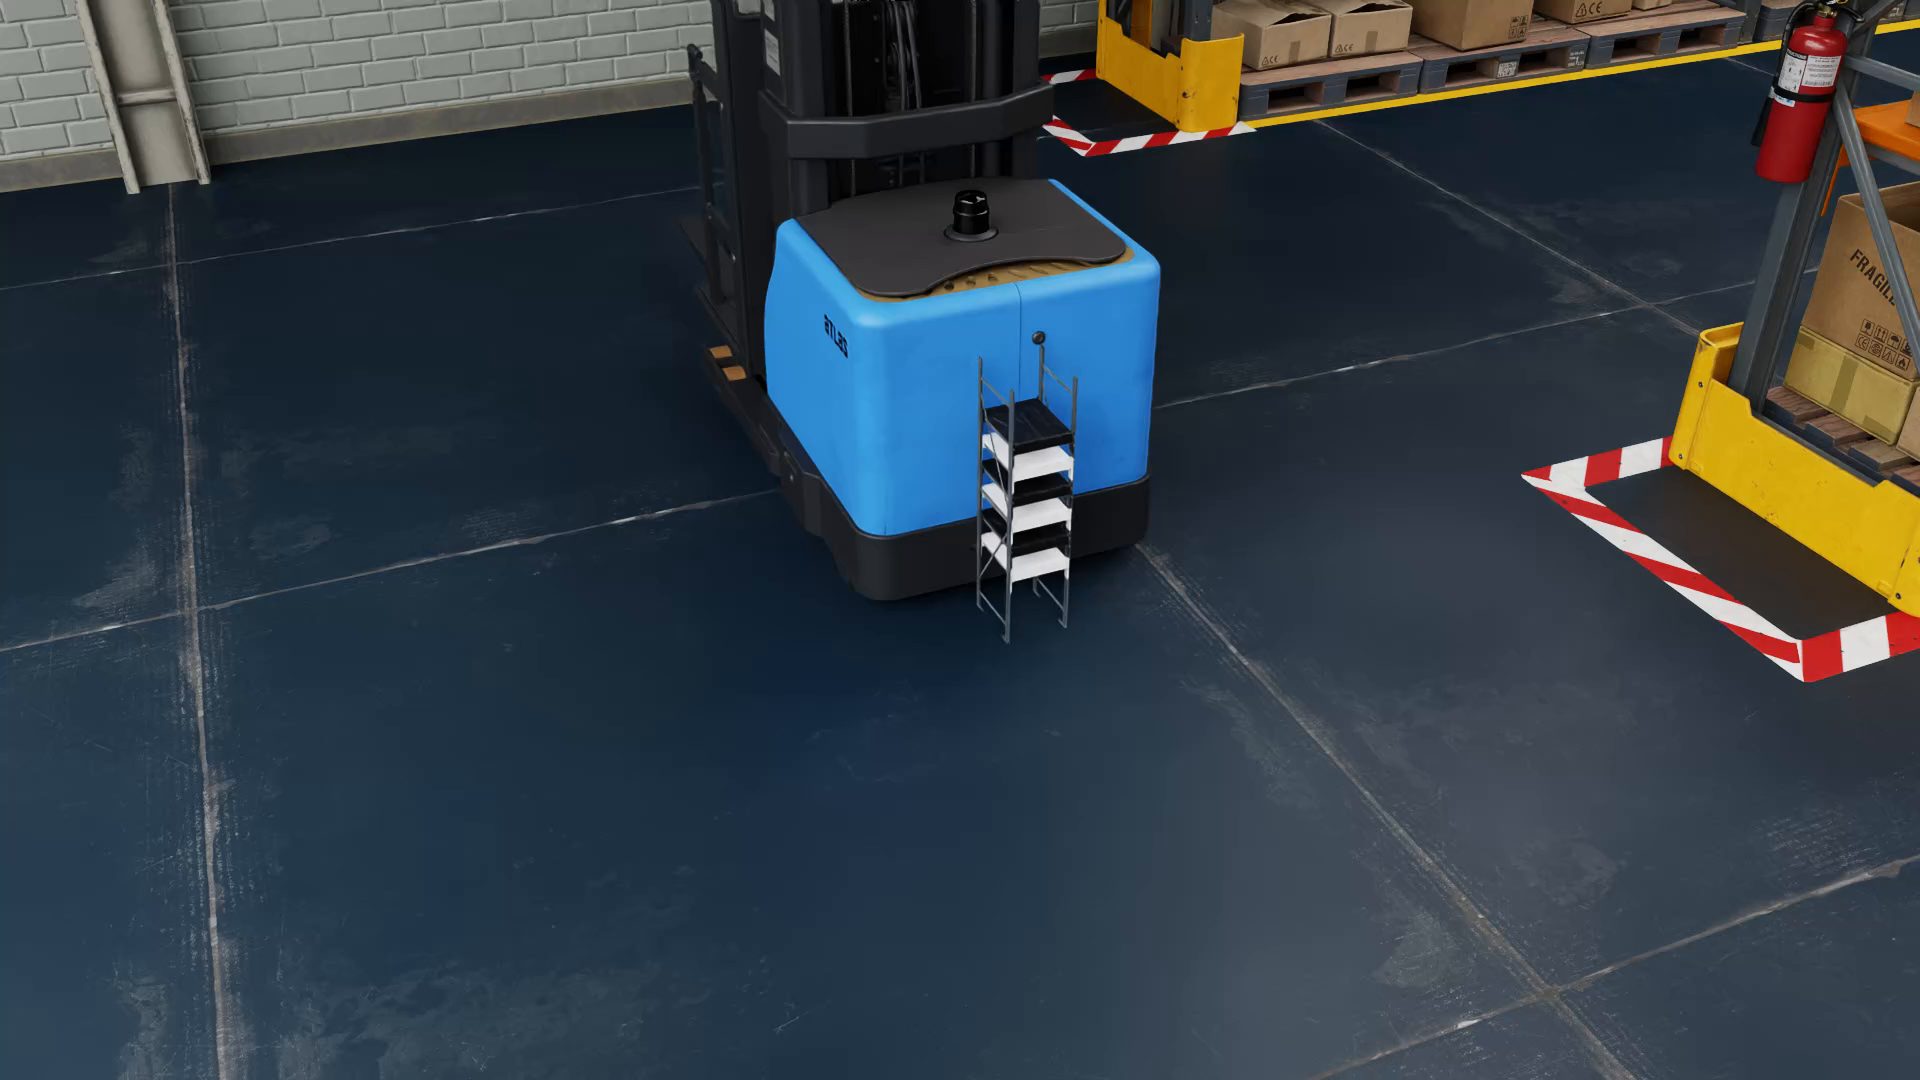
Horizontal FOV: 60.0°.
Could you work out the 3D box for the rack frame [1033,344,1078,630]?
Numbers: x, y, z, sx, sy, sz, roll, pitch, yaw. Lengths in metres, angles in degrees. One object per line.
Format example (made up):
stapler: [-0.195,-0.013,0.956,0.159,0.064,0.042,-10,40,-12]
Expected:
rack frame: [0.291,-0.152,5.158,0.006,0.900,0.240,-14,35,-20]

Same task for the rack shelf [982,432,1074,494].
rack shelf: [0.198,-0.252,5.044,0.200,0.077,0.258,-14,35,-20]

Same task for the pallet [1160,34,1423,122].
pallet: [1.949,-2.819,9.890,1.213,0.211,1.003,-13,35,-19]

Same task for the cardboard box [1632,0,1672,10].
cardboard box: [4.323,-3.532,10.622,0.250,0.166,0.380,-18,37,-25]

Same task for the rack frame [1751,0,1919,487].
rack frame: [3.036,-1.330,5.043,0.053,2.616,0.949,-13,35,-19]

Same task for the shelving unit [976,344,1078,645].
shelving unit: [0.198,-0.129,5.124,0.210,0.900,0.258,-14,35,-20]

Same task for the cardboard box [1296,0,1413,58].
cardboard box: [2.315,-3.097,9.821,0.500,0.311,0.500,-10,34,-15]

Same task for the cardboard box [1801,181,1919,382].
cardboard box: [3.417,-0.929,5.876,0.500,0.500,0.500,-13,35,-19]

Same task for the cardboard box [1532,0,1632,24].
cardboard box: [3.863,-3.560,10.360,0.500,0.500,0.500,-16,36,-22]

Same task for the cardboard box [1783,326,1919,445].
cardboard box: [3.418,-0.614,6.079,0.500,0.250,0.500,-13,35,-19]

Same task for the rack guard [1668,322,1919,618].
rack guard: [3.015,-0.275,5.715,0.348,0.500,1.175,-13,35,-19]

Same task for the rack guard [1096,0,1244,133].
rack guard: [1.186,-2.787,9.574,0.348,0.500,1.175,-13,35,-19]

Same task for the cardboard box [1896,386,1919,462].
cardboard box: [3.618,-0.353,5.678,0.500,0.250,0.500,-13,35,-19]

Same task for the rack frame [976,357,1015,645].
rack frame: [0.105,-0.107,5.089,0.006,0.900,0.240,-14,35,-20]

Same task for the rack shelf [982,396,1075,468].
rack shelf: [0.198,-0.328,4.995,0.200,0.077,0.258,-14,35,-20]

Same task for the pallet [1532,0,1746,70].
pallet: [4.199,-3.335,10.681,1.213,0.211,1.003,-13,35,-19]

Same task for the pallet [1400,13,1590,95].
pallet: [3.072,-3.075,10.282,1.213,0.211,1.003,-13,35,-19]

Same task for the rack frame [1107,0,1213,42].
rack frame: [1.116,-3.818,8.868,0.127,3.000,1.000,-13,35,-19]

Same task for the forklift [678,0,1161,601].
forklift: [-0.394,-1.826,5.869,1.130,2.935,3.031,-13,35,-19]

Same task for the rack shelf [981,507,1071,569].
rack shelf: [0.198,-0.026,5.191,0.200,0.077,0.258,-14,35,-20]

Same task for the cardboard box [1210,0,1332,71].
cardboard box: [1.789,-2.977,9.636,0.500,0.311,0.500,-17,37,-24]

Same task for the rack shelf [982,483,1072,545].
rack shelf: [0.198,-0.101,5.142,0.200,0.077,0.258,-14,35,-20]

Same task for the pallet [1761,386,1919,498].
pallet: [3.726,-0.342,6.082,1.213,0.211,1.003,-13,35,-19]

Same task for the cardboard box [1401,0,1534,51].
cardboard box: [3.011,-3.306,9.969,0.500,0.500,0.700,-15,36,-22]

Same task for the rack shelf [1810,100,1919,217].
rack shelf: [4.882,-1.449,5.886,4.000,0.370,1.077,-13,35,-19]

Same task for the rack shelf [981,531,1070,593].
rack shelf: [0.198,0.049,5.240,0.200,0.077,0.258,-14,35,-20]

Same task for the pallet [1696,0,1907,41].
pallet: [5.522,-3.659,11.180,1.213,0.211,1.003,-13,35,-19]

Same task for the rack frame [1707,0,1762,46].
rack frame: [4.805,-4.663,10.166,0.127,3.000,1.000,-13,35,-19]

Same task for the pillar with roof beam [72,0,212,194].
pillar with roof beam: [-2.439,-3.484,2.854,0.400,9.000,9.100,-13,35,-19]

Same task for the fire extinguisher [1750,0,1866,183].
fire extinguisher: [2.749,-1.504,5.383,0.183,0.674,0.296,-13,35,-19]

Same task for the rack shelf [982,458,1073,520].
rack shelf: [0.198,-0.177,5.093,0.200,0.077,0.258,-14,35,-20]

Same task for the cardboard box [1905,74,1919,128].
cardboard box: [3.473,-1.462,5.155,0.500,0.500,0.700,-13,35,-19]
